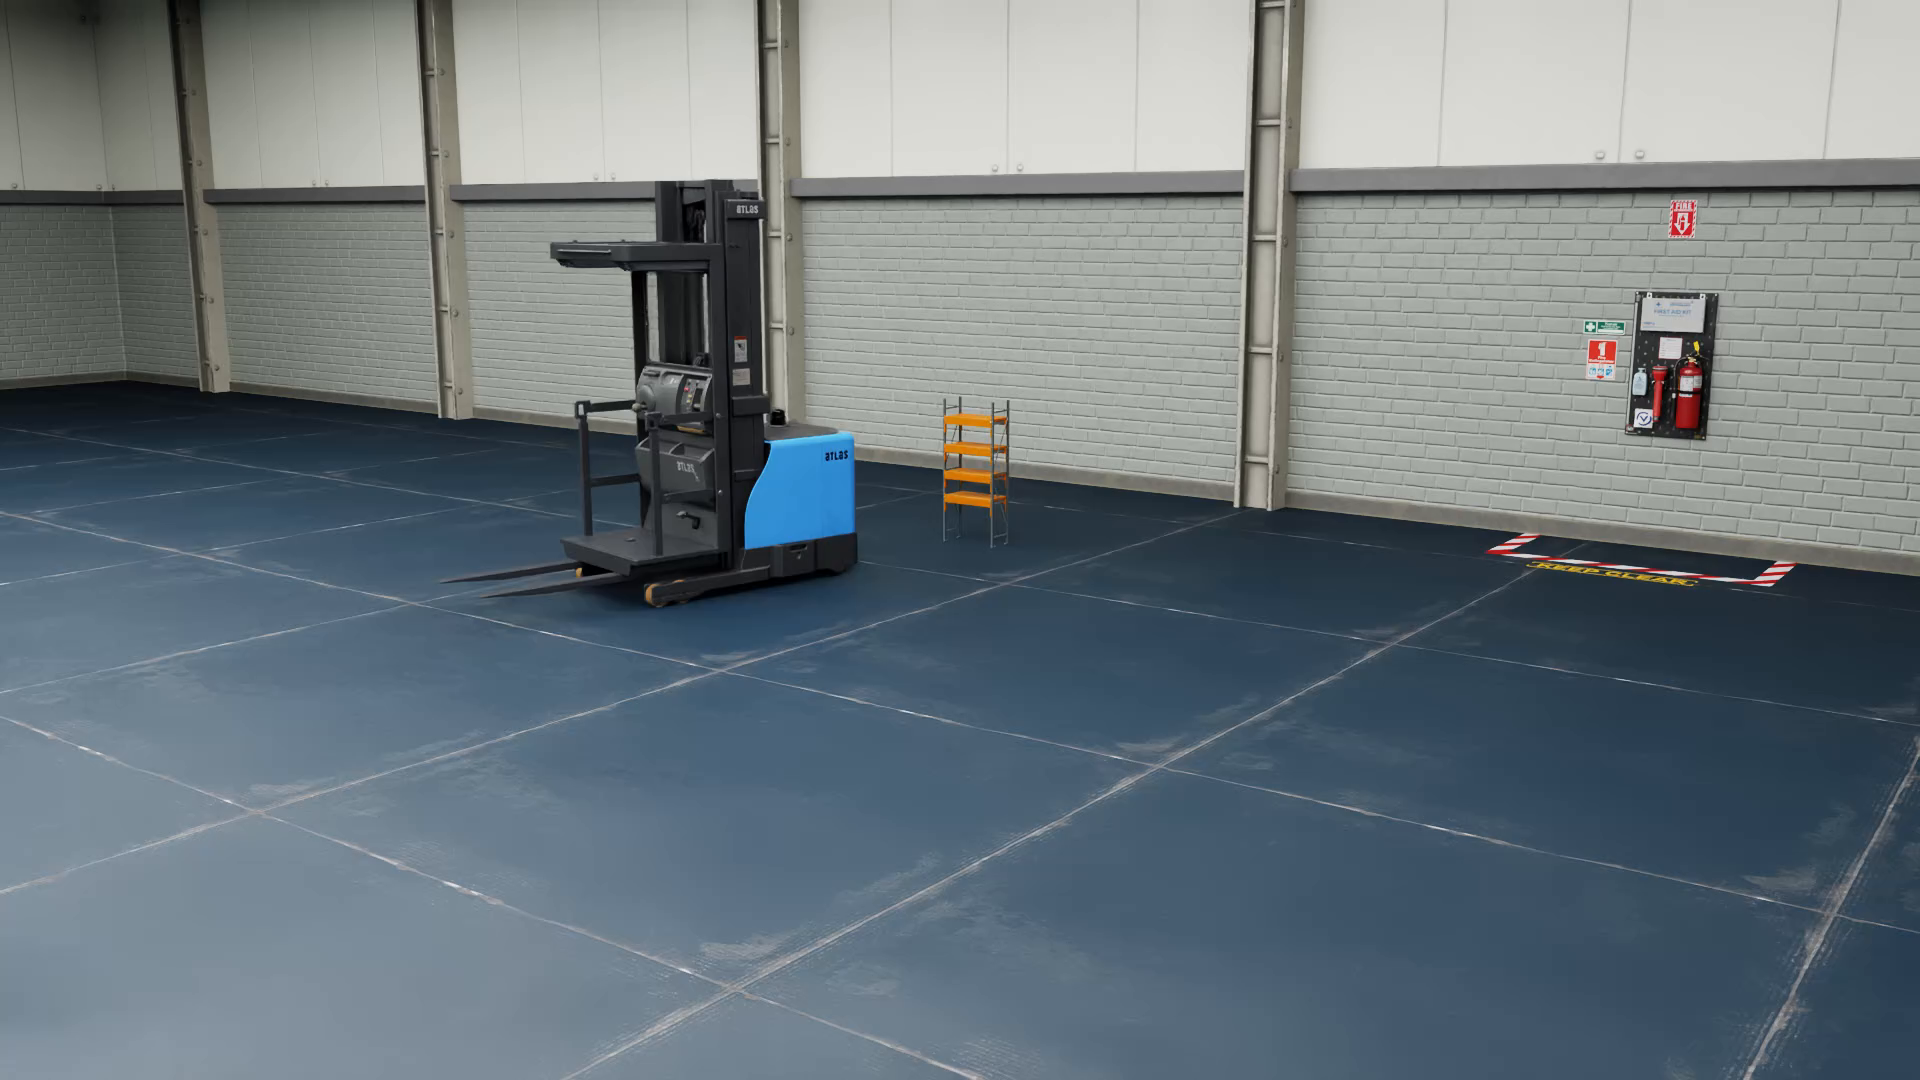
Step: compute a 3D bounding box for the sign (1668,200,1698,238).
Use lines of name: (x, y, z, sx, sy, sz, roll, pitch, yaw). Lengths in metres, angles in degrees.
sign: (5.742, -2.551, 13.213, 0.199, 0.298, 0.001, 8, 13, 36)

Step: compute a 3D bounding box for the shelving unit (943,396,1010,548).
shelving unit: (0.133, -0.570, 13.820, 0.503, 1.200, 0.258, 8, 13, 36)

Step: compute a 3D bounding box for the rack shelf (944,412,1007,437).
rack shelf: (0.133, -0.956, 13.745, 0.480, 0.148, 0.258, 8, 13, 36)

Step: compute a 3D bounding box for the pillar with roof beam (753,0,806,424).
pillar with roof beam: (-4.561, -4.748, 14.880, 0.400, 9.000, 9.100, 8, 13, 36)

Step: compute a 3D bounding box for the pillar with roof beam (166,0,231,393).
pillar with roof beam: (-14.233, -6.097, 21.854, 0.400, 9.000, 9.100, 8, 13, 36)

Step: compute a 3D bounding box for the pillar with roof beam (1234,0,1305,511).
pillar with roof beam: (0.275, -4.073, 11.394, 0.400, 9.000, 9.100, 8, 13, 36)

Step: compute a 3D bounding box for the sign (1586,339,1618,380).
sign: (5.305, -1.492, 13.749, 0.234, 0.329, 0.001, 8, 13, 36)

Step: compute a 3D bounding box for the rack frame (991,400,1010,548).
rack frame: (0.330, -0.543, 13.678, 0.015, 1.200, 0.240, 8, 13, 36)

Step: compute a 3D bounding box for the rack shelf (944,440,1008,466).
rack shelf: (0.133, -0.724, 13.790, 0.480, 0.148, 0.258, 8, 13, 36)

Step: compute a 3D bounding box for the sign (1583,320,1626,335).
sign: (5.304, -1.750, 13.689, 0.331, 0.109, 0.001, 8, 13, 36)

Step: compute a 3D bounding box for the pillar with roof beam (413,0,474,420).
pillar with roof beam: (-9.397, -5.423, 18.367, 0.400, 9.000, 9.100, 8, 13, 36)

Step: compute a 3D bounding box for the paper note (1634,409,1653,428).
paper note: (5.588, -0.994, 13.591, 0.142, 0.148, 0.016, 8, 13, 36)

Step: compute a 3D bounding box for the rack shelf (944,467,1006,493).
rack shelf: (0.133, -0.504, 13.832, 0.480, 0.148, 0.258, 8, 13, 36)

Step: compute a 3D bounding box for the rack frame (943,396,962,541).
rack frame: (-0.063, -0.598, 13.961, 0.015, 1.200, 0.240, 8, 13, 36)

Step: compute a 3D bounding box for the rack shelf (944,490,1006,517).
rack shelf: (0.133, -0.309, 13.870, 0.480, 0.148, 0.258, 8, 13, 36)

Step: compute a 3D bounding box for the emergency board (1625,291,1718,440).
emergency board: (5.690, -1.396, 13.350, 0.643, 1.169, 0.194, 8, 13, 36)

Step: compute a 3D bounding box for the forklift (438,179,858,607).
forklift: (-2.228, -1.082, 11.908, 3.031, 2.935, 1.130, -9, 14, -40)
